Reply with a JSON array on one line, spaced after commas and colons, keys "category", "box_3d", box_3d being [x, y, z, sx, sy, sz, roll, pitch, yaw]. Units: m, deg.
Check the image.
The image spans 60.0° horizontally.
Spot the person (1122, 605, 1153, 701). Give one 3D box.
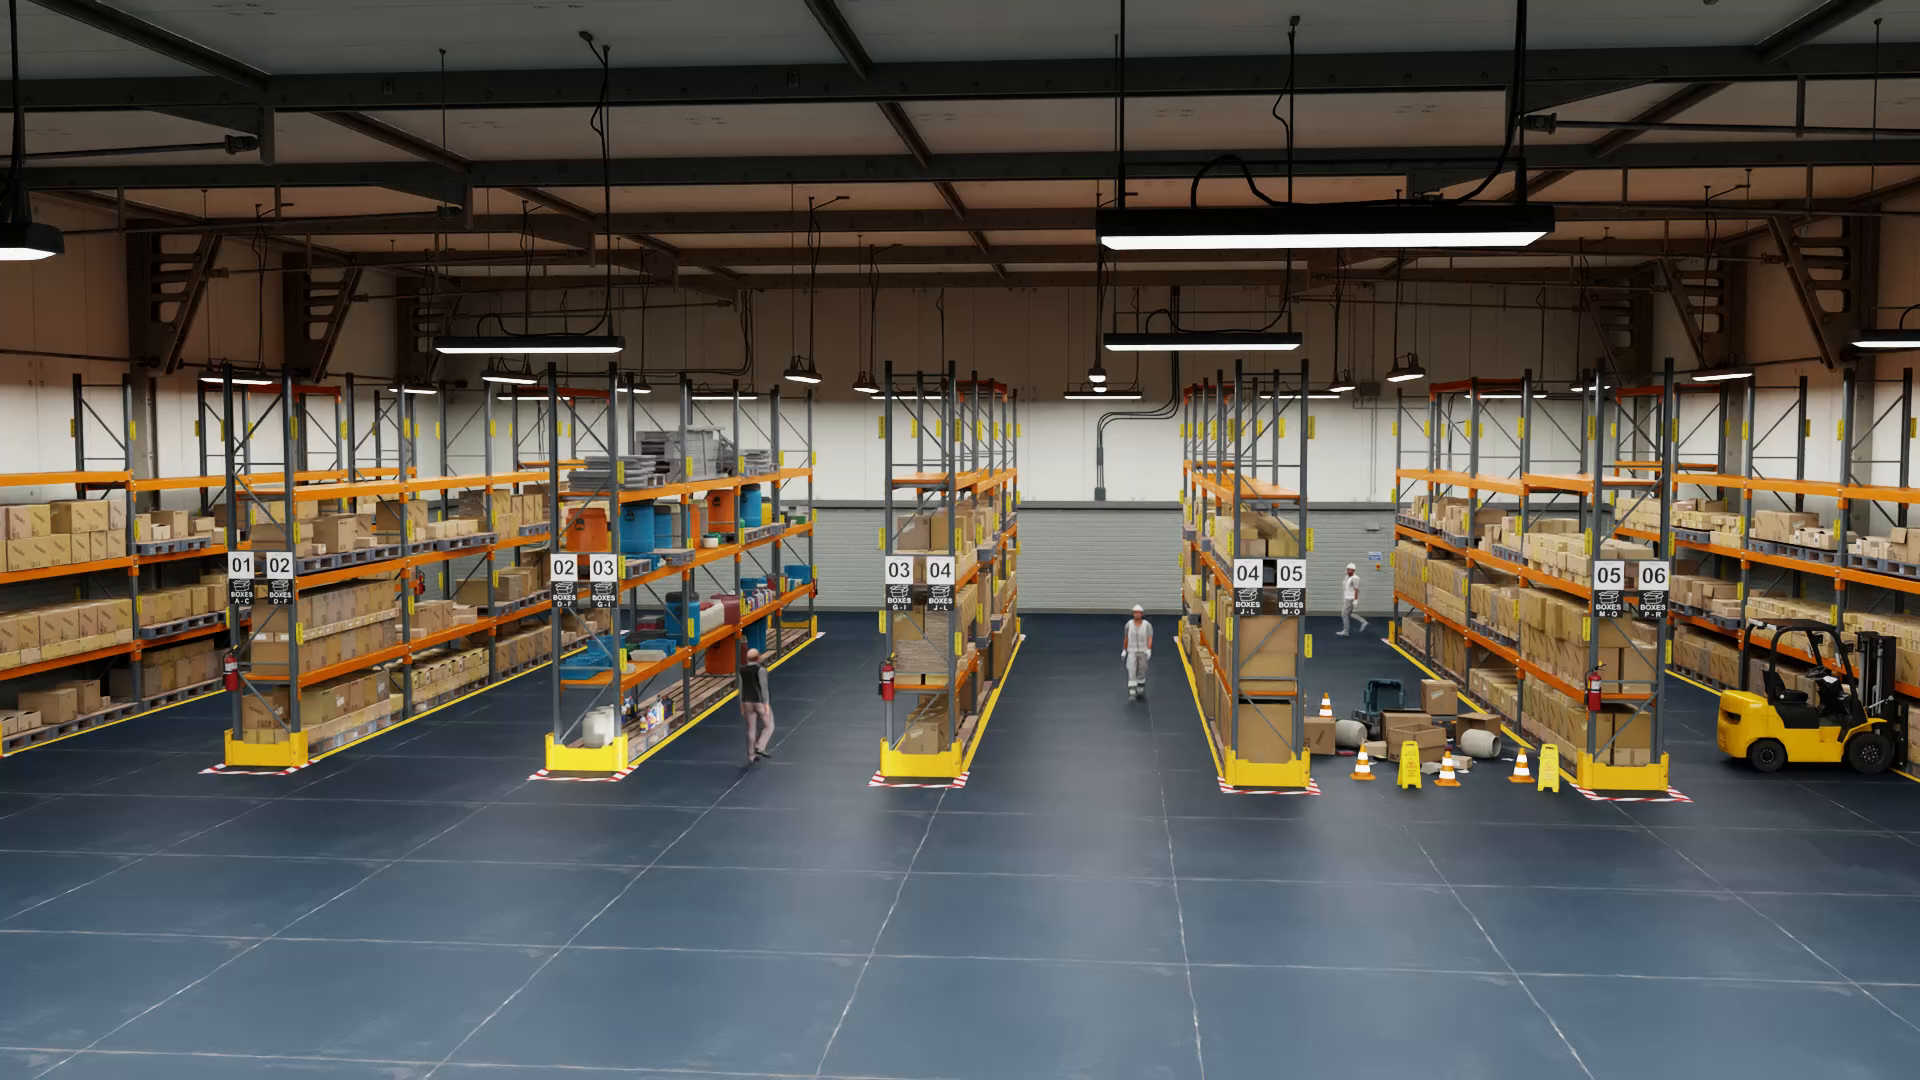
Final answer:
[{"category": "person", "box_3d": [3.304, 2.079, 30.809, 0.564, 1.720, 1.050, 0, 4, 1]}]

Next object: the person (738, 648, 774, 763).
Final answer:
[{"category": "person", "box_3d": [-3.095, 2.585, 25.073, 0.579, 1.520, 0.478, 1, 4, 17]}]

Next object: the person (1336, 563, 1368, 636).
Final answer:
[{"category": "person", "box_3d": [9.567, 1.447, 40.504, 0.811, 1.767, 0.539, 0, 4, 4]}]
